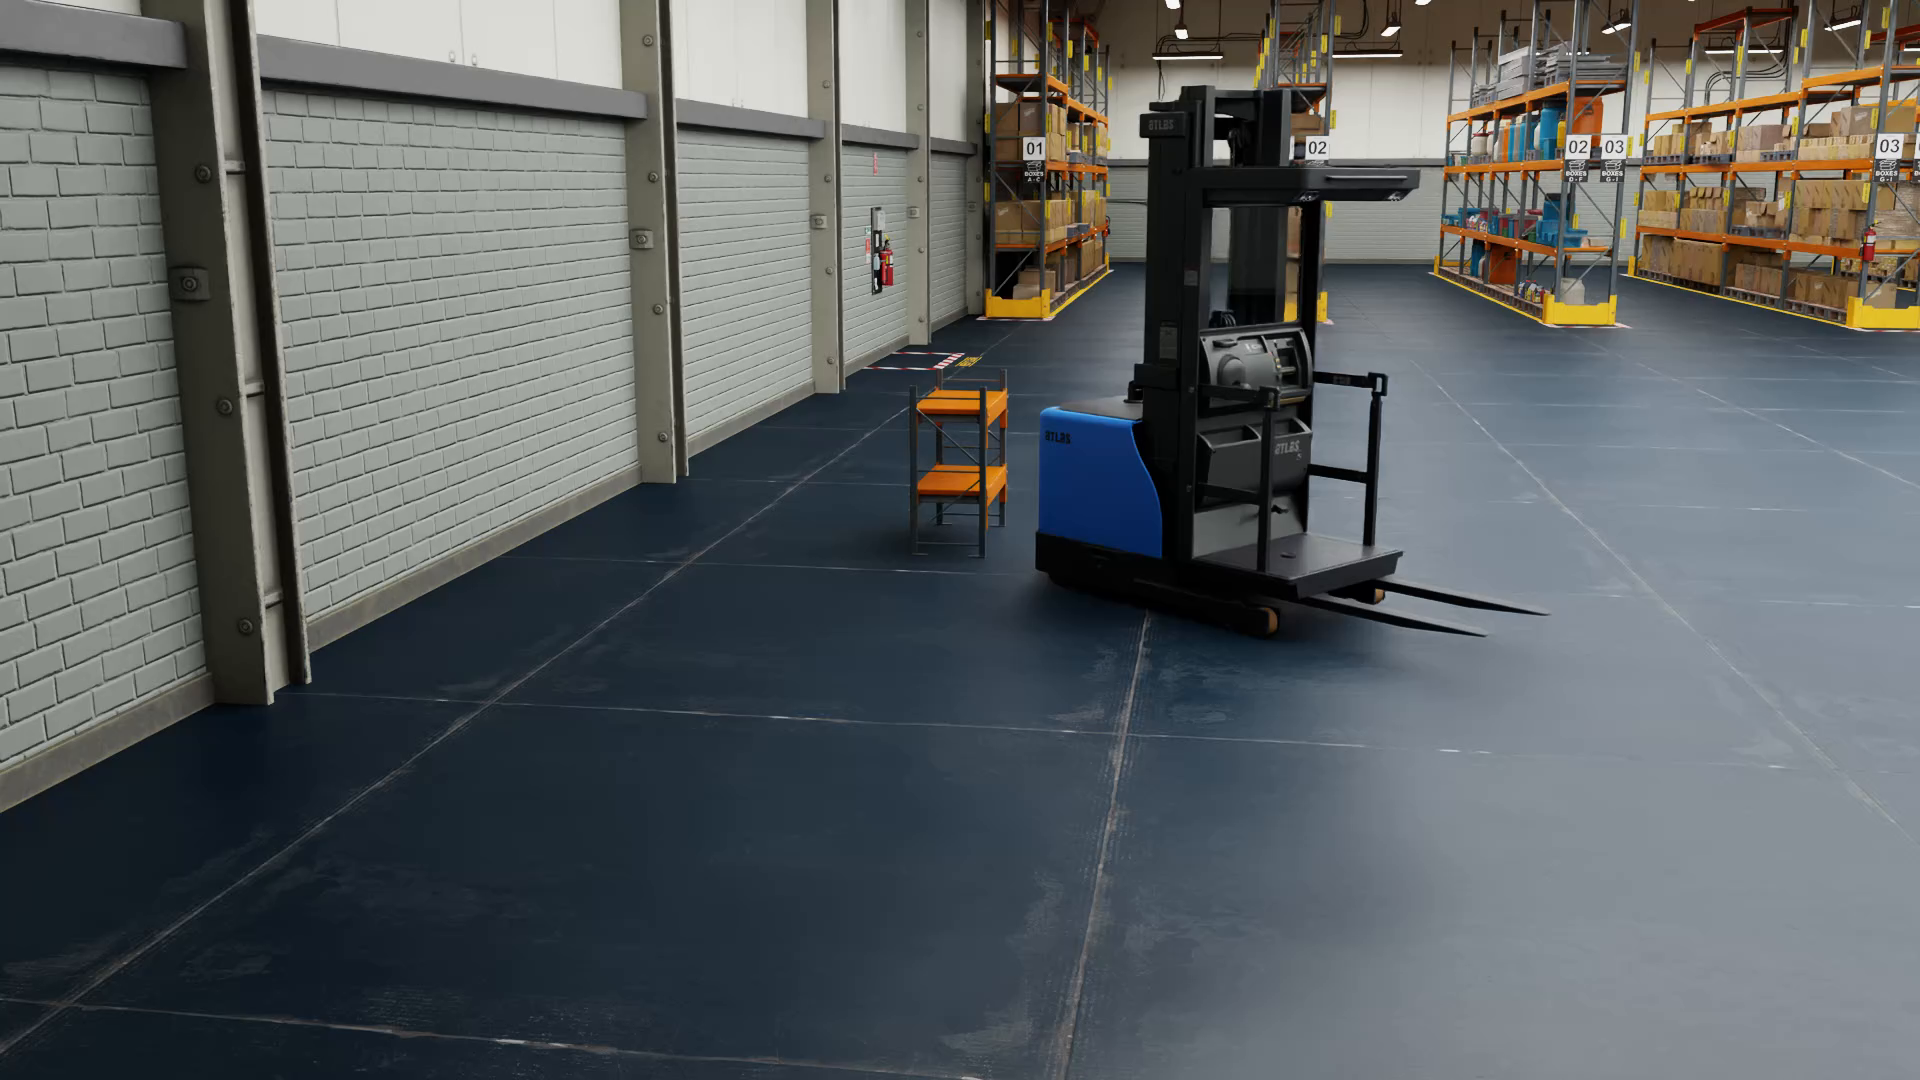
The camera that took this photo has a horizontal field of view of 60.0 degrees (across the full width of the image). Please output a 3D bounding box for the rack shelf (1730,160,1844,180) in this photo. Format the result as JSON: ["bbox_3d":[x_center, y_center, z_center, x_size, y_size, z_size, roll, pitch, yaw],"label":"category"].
[{"bbox_3d":[16.648,-7.436,33.463,1.077,0.370,4.000,2,12,9],"label":"rack shelf"}]

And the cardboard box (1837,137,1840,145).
[{"bbox_3d":[15.755,-7.054,29.394,0.380,0.149,0.250,1,12,6],"label":"cardboard box"}]

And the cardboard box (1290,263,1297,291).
[{"bbox_3d":[6.315,-4.830,30.535,0.500,0.500,0.500,2,12,9],"label":"cardboard box"}]

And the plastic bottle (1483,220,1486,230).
[{"bbox_3d":[11.804,-7.045,37.368,0.097,0.271,0.097,0,12,0],"label":"plastic bottle"}]

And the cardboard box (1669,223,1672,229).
[{"bbox_3d":[17.334,-7.575,40.118,0.380,0.149,0.250,2,12,10],"label":"cardboard box"}]

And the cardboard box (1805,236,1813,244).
[{"bbox_3d":[15.840,-5.539,30.672,0.380,0.149,0.250,2,12,9],"label":"cardboard box"}]

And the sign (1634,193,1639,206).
[{"bbox_3d":[17.639,-8.884,43.352,0.100,0.325,0.005,2,12,9],"label":"sign"}]

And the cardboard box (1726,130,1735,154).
[{"bbox_3d":[16.979,-8.589,35.864,0.797,0.503,0.637,3,12,12],"label":"cardboard box"}]

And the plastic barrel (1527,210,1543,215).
[{"bbox_3d":[11.990,-6.566,34.520,0.433,0.535,0.433,0,12,0],"label":"plastic barrel"}]

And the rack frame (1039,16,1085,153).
[{"bbox_3d":[2.273,-10.151,37.237,1.000,3.000,0.127,2,12,9],"label":"rack frame"}]

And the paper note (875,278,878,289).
[{"bbox_3d":[-1.141,-3.500,22.704,0.016,0.148,0.142,2,12,9],"label":"paper note"}]

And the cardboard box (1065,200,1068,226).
[{"bbox_3d":[1.891,-6.581,33.437,0.500,0.500,0.500,2,12,9],"label":"cardboard box"}]

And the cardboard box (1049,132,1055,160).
[{"bbox_3d":[1.459,-7.251,30.612,0.500,0.500,0.500,3,12,12],"label":"cardboard box"}]

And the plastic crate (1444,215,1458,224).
[{"bbox_3d":[12.828,-8.333,43.294,0.416,0.233,0.300,2,12,9],"label":"plastic crate"}]

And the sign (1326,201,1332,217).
[{"bbox_3d":[6.485,-5.836,29.212,0.100,0.325,0.005,2,12,9],"label":"sign"}]

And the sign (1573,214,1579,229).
[{"bbox_3d":[11.989,-6.180,32.394,0.100,0.325,0.005,2,12,9],"label":"sign"}]

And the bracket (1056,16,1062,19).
[{"bbox_3d":[2.428,-12.819,41.074,0.235,0.232,0.430,2,12,9],"label":"bracket"}]

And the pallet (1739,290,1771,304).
[{"bbox_3d":[16.644,-4.958,33.999,1.003,0.211,1.213,2,12,9],"label":"pallet"}]

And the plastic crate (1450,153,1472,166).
[{"bbox_3d":[12.786,-9.690,42.363,0.504,0.338,0.767,2,12,9],"label":"plastic crate"}]

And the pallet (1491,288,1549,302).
[{"bbox_3d":[11.715,-5.121,34.756,1.003,0.211,1.213,2,12,9],"label":"pallet"}]

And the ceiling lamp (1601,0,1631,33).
[{"bbox_3d":[15.314,-13.252,37.770,0.800,3.185,2.000,2,12,9],"label":"ceiling lamp"}]

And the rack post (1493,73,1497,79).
[{"bbox_3d":[12.085,-10.248,36.461,0.624,0.289,0.986,2,12,9],"label":"rack post"}]

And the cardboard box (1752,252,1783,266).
[{"bbox_3d":[16.811,-5.846,34.608,0.500,0.250,0.500,3,13,15],"label":"cardboard box"}]

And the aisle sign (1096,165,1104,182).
[{"bbox_3d":[3.811,-10.160,45.347,0.394,0.787,0.004,2,12,9],"label":"aisle sign"}]

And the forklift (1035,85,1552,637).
[{"bbox_3d":[1.829,-1.025,9.291,1.130,2.935,3.031,-11,16,-41],"label":"forklift"}]

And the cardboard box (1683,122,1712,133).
[{"bbox_3d":[17.722,-9.901,39.946,0.500,0.250,0.500,1,12,5],"label":"cardboard box"}]

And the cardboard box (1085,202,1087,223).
[{"bbox_3d":[2.690,-7.624,38.761,0.500,0.500,0.500,2,12,11],"label":"cardboard box"}]

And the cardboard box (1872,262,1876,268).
[{"bbox_3d":[22.461,-6.692,40.489,0.380,0.149,0.250,1,12,6],"label":"cardboard box"}]

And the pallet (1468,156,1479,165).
[{"bbox_3d":[12.653,-8.938,39.176,1.213,0.211,1.003,2,12,9],"label":"pallet"}]

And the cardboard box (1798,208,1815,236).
[{"bbox_3d":[16.099,-5.904,30.827,0.875,0.500,0.500,2,12,9],"label":"cardboard box"}]

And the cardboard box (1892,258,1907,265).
[{"bbox_3d":[22.254,-6.573,39.232,0.380,0.149,0.250,2,12,10],"label":"cardboard box"}]

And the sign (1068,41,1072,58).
[{"bbox_3d":[2.191,-9.793,33.168,0.100,0.325,0.005,2,12,9],"label":"sign"}]

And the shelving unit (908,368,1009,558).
[{"bbox_3d":[0.001,-0.551,11.381,0.538,1.125,1.048,2,12,9],"label":"shelving unit"}]

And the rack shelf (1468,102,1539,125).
[{"bbox_3d":[12.370,-9.700,37.798,1.077,0.370,4.000,2,12,9],"label":"rack shelf"}]

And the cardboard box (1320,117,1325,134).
[{"bbox_3d":[6.463,-7.519,30.578,0.500,0.500,0.500,2,12,9],"label":"cardboard box"}]

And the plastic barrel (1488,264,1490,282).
[{"bbox_3d":[12.119,-6.110,37.632,0.421,0.512,0.421,0,12,0],"label":"plastic barrel"}]

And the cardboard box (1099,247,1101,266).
[{"bbox_3d":[3.418,-7.614,44.641,0.700,0.500,0.500,2,12,8],"label":"cardboard box"}]

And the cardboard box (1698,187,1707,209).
[{"bbox_3d":[17.364,-7.833,38.103,0.797,0.503,0.637,2,12,9],"label":"cardboard box"}]

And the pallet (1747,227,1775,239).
[{"bbox_3d":[16.692,-6.230,33.737,1.003,0.211,1.213,2,12,9],"label":"pallet"}]

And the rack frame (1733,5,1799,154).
[{"bbox_3d":[16.956,-9.670,35.003,1.000,3.000,0.127,2,12,9],"label":"rack frame"}]

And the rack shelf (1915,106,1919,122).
[{"bbox_3d":[22.149,-9.357,36.210,1.077,0.370,4.000,2,12,9],"label":"rack shelf"}]

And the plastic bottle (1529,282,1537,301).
[{"bbox_3d":[10.790,-4.664,31.259,0.144,0.351,0.185,2,12,11],"label":"plastic bottle"}]

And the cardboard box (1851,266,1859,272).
[{"bbox_3d":[22.537,-6.775,41.581,0.380,0.149,0.250,2,12,9],"label":"cardboard box"}]

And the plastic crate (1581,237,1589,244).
[{"bbox_3d":[11.447,-5.590,30.937,0.530,0.136,0.437,2,12,9],"label":"plastic crate"}]

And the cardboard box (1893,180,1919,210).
[{"bbox_3d":[16.080,-5.861,28.251,0.500,0.500,0.500,2,12,9],"label":"cardboard box"}]

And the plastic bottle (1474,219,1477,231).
[{"bbox_3d":[12.007,-7.319,38.641,0.097,0.271,0.097,0,12,0],"label":"plastic bottle"}]

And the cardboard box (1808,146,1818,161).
[{"bbox_3d":[15.942,-7.102,30.563,0.500,0.250,0.500,2,12,8],"label":"cardboard box"}]

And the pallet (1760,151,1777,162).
[{"bbox_3d":[16.698,-7.620,33.058,1.213,0.211,1.003,2,12,9],"label":"pallet"}]

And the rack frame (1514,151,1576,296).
[{"bbox_3d":[11.447,-6.065,32.516,1.000,3.000,0.127,2,12,9],"label":"rack frame"}]

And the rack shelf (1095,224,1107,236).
[{"bbox_3d":[3.196,-8.116,43.741,1.077,0.370,4.000,2,12,9],"label":"rack shelf"}]

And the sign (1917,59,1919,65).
[{"bbox_3d":[21.923,-10.838,38.016,0.100,0.325,0.005,2,12,9],"label":"sign"}]
